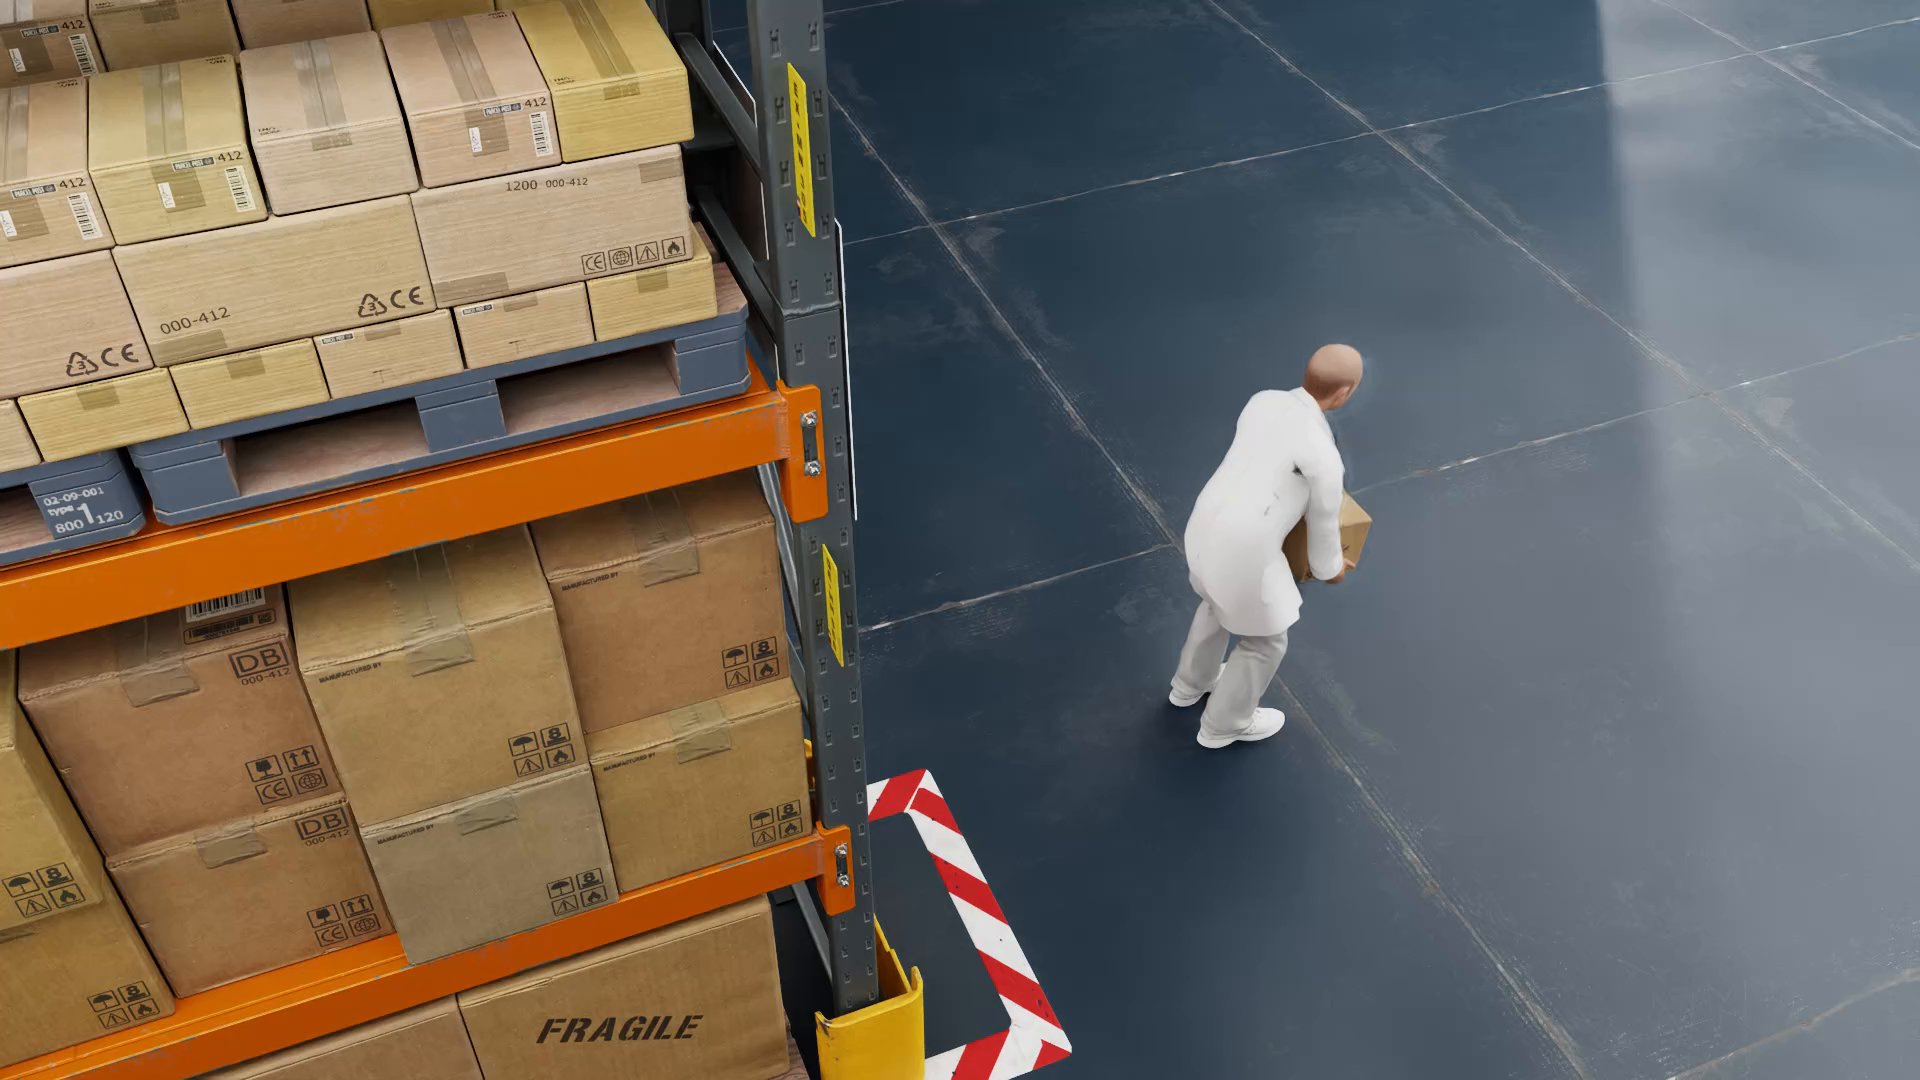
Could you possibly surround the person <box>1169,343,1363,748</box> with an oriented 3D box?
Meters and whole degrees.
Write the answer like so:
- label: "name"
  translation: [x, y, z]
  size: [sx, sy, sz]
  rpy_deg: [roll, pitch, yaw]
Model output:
- label: "person"
  translation: [1.149, 0.035, 6.201]
  size: [0.630, 1.690, 0.544]
  rpy_deg: [-16, 44, -17]
